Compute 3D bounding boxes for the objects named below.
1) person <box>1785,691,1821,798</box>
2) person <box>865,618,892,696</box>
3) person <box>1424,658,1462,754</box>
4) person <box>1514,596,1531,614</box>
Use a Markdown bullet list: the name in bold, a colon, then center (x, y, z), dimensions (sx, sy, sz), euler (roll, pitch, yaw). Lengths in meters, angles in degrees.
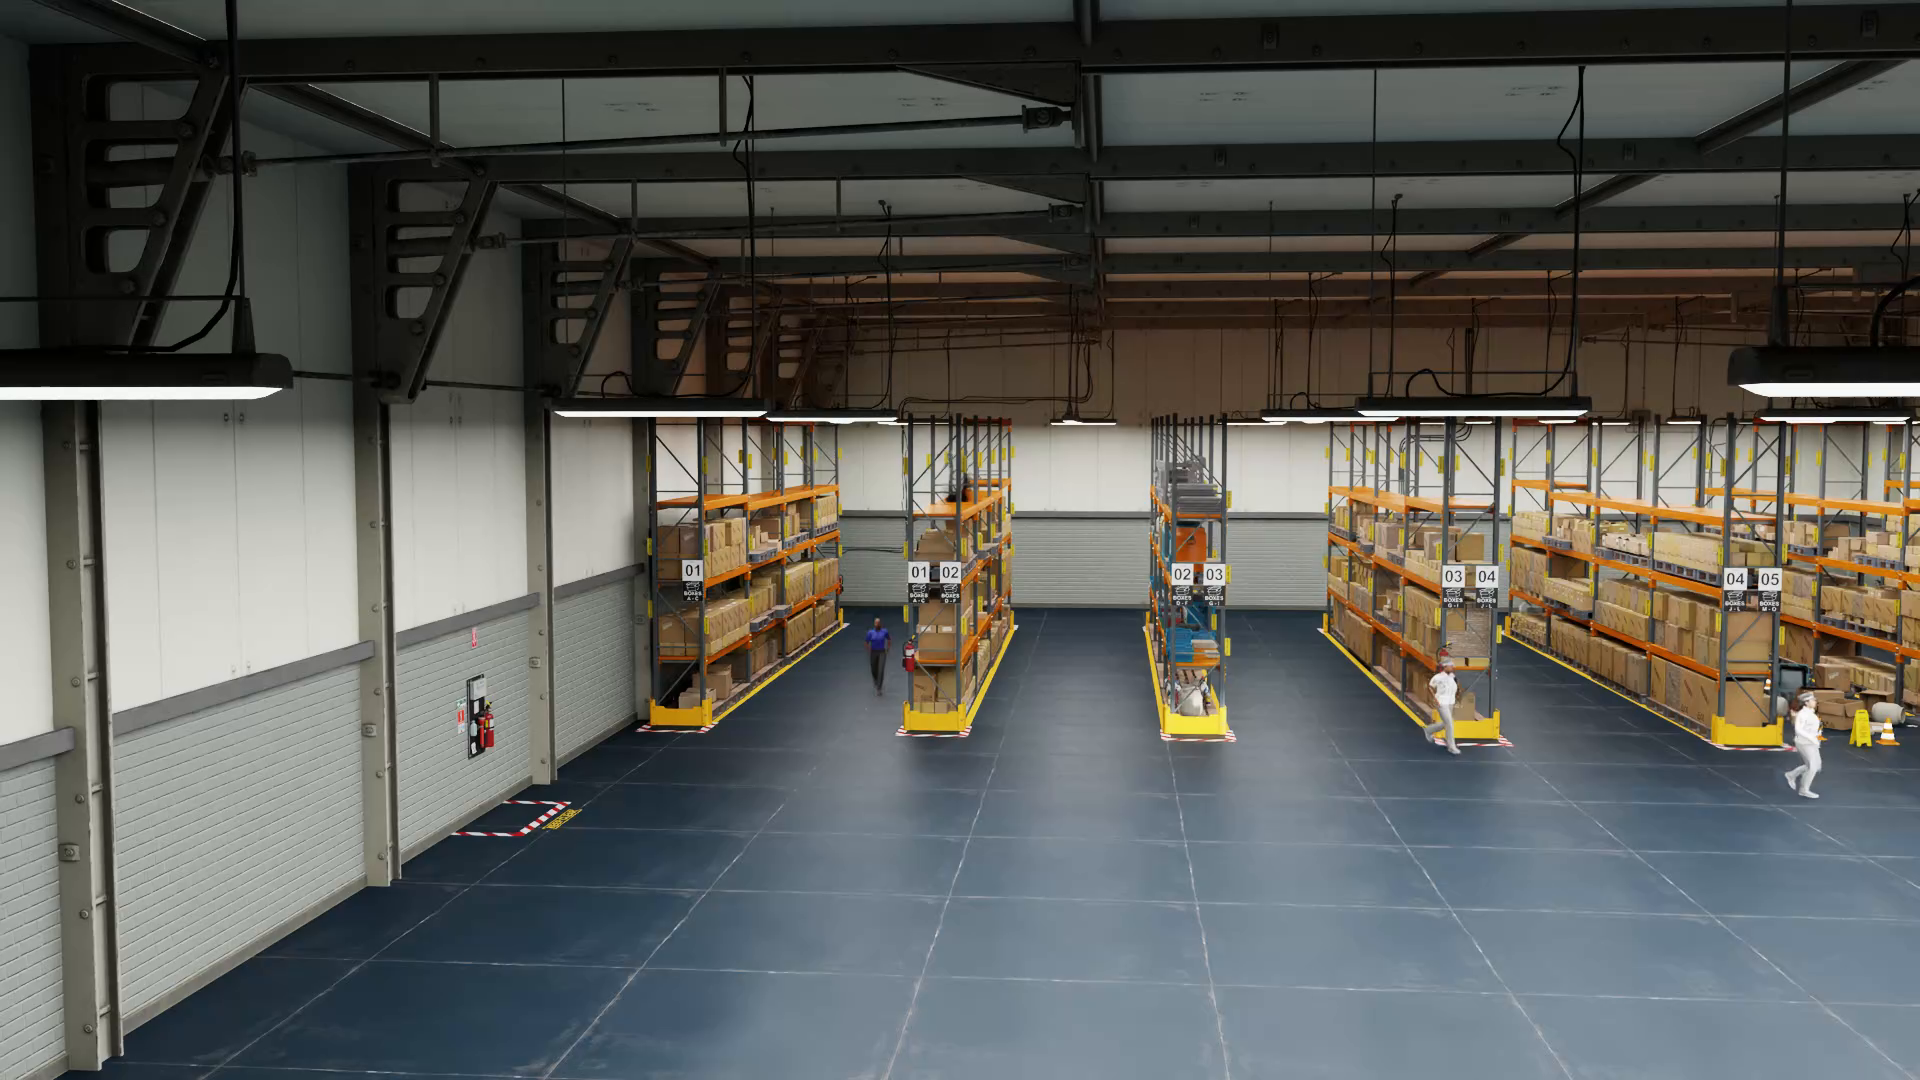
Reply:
- **person**: center (13.086, 3.159, 25.796), dimensions (0.550, 1.657, 0.627), euler (3, 5, 41)
- **person**: center (-1.779, 2.497, 35.931), dimensions (0.561, 1.648, 0.834), euler (0, 4, -1)
- **person**: center (8.564, 2.914, 29.509), dimensions (0.564, 1.683, 0.855), euler (-3, 5, -36)
- **person**: center (16.056, 1.716, 47.282), dimensions (0.569, 1.624, 0.603), euler (-1, 4, -10)
